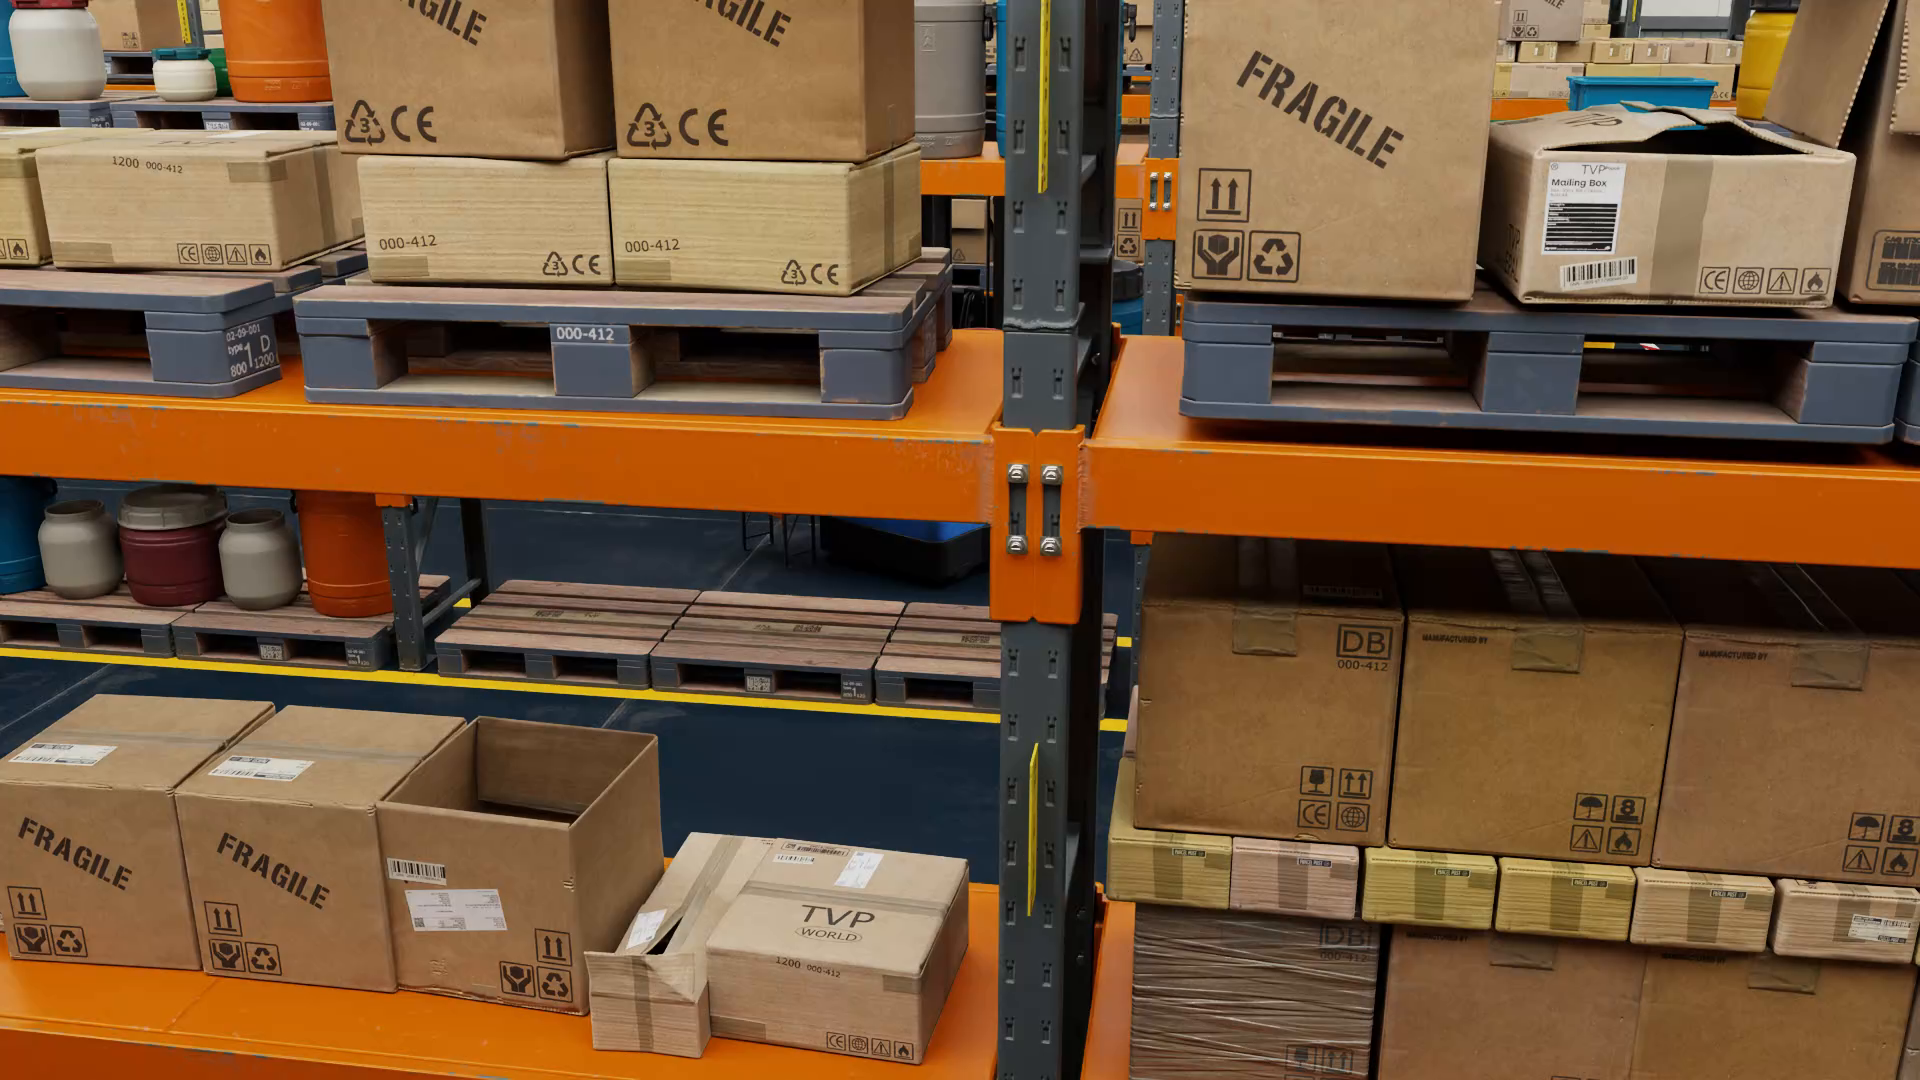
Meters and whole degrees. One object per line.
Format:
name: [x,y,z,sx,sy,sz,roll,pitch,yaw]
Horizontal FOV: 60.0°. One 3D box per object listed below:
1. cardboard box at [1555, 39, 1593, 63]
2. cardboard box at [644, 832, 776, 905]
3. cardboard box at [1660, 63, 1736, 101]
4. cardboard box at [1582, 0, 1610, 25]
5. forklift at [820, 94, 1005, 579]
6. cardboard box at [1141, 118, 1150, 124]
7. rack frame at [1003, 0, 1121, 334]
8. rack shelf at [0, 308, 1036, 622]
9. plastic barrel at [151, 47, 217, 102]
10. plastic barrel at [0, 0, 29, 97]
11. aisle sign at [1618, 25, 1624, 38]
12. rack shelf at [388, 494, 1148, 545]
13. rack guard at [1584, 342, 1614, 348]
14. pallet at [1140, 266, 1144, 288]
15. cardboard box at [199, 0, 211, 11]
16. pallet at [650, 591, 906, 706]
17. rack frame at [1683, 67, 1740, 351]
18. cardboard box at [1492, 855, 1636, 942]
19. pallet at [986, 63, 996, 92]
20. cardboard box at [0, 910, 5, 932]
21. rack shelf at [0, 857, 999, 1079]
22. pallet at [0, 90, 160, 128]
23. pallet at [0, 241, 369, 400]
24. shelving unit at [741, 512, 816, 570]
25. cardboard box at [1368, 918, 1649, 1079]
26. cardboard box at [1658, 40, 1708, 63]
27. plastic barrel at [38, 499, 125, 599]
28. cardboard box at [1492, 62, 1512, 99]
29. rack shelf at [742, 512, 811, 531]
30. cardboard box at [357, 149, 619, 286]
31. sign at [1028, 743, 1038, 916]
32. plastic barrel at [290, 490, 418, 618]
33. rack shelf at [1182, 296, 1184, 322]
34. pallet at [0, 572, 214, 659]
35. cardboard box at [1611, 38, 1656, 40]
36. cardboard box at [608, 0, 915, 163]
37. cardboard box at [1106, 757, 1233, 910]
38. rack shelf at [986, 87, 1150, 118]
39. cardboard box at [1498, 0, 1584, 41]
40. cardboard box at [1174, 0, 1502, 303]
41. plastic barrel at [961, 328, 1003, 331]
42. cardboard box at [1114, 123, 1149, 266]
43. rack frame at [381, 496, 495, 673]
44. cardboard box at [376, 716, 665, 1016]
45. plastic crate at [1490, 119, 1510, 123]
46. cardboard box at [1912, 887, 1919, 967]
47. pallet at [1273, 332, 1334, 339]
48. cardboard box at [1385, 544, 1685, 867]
cardboard box: [4.416,-3.545,12.051,0.250,0.149,0.380,3,19,9]
cardboard box: [-0.625,0.910,4.252,0.250,0.149,0.380,3,19,9]
cardboard box: [5.225,-3.298,11.943,0.500,0.250,0.500,3,19,10]
cardboard box: [6.101,-5.227,16.419,0.500,0.250,0.500,3,19,9]
forklift: [0.383,-1.546,11.305,1.130,2.935,3.031,14,23,36]
cardboard box: [2.188,-4.297,17.685,0.500,0.500,0.700,3,19,8]
rack frame: [0.217,-1.945,2.935,0.127,3.000,1.000,3,19,9]
rack shelf: [-1.757,-0.282,3.826,4.000,0.370,1.077,3,19,9]
plastic barrel: [-4.024,-2.417,8.629,0.301,0.262,0.301,0,18,0]
plastic barrel: [-5.183,-2.876,8.992,0.708,0.901,0.600,3,19,9]
aisle sign: [6.746,-4.874,17.047,0.004,0.787,0.394,3,19,9]
rack shelf: [-0.968,-0.411,8.939,4.000,0.370,1.077,3,19,9]
rack guard: [6.652,-2.365,17.582,0.348,0.500,1.175,3,19,9]
pallet: [1.061,-2.197,13.444,1.213,0.211,1.003,3,19,9]
cardboard box: [-8.380,-5.991,18.575,0.250,0.149,0.380,3,19,9]
pallet: [-0.983,0.582,9.230,1.213,0.211,1.003,3,19,9]
rack frame: [5.742,-2.002,12.560,0.127,3.000,1.000,3,19,9]
cardboard box: [1.214,0.657,3.433,0.250,0.149,0.380,3,19,8]
pallet: [0.175,-3.653,13.061,1.003,0.211,1.213,3,19,9]
cardboard box: [-2.464,0.864,4.389,0.250,0.149,0.380,4,19,13]
rack shelf: [-1.757,1.140,4.302,4.000,0.370,1.077,3,19,9]
pallet: [-4.982,-2.323,9.087,1.213,0.211,1.003,3,19,9]
pallet: [-1.943,-0.573,3.859,1.213,0.211,1.003,4,19,11]
shelving unit: [-1.195,-0.462,10.794,0.258,1.200,0.503,-15,24,-38]
cardboard box: [1.178,0.897,3.737,0.500,0.500,0.700,3,19,8]
cardboard box: [5.180,-3.509,11.943,0.250,0.149,0.380,2,19,7]
plastic barrel: [-5.115,0.051,9.683,0.421,0.512,0.421,0,18,0]
cardboard box: [3.730,-3.375,12.171,0.500,0.250,0.500,3,19,8]
rack shelf: [-1.195,-0.210,10.878,0.258,0.148,0.480,-15,24,-38]
cardboard box: [-0.932,-0.712,3.550,0.500,0.250,0.500,1,19,3]
sign: [0.141,0.559,3.206,0.005,0.325,0.100,3,19,9]
plastic barrel: [-3.428,-0.043,9.461,0.708,0.830,0.600,3,19,9]
rack shelf: [3.767,-1.762,12.975,4.000,0.370,1.077,3,19,9]
pallet: [-4.929,0.380,9.834,1.213,0.211,1.003,3,19,9]
cardboard box: [4.997,-3.647,12.355,0.250,0.149,0.380,3,19,8]
cardboard box: [-0.385,-1.050,3.379,0.500,0.500,0.500,3,19,9]
cardboard box: [0.452,0.619,3.546,0.250,0.149,0.380,3,19,9]
rack shelf: [-0.182,-3.386,13.101,4.000,0.370,1.077,3,19,9]
cardboard box: [4.171,-3.849,11.938,0.500,0.500,0.500,3,19,9]
cardboard box: [0.673,-0.728,2.984,0.500,0.500,0.500,4,19,13]
plastic barrel: [0.097,-0.833,8.852,0.433,0.535,0.433,0,18,0]
cardboard box: [1.030,-2.771,13.251,1.000,1.000,1.000,3,19,9]
rack frame: [-2.943,-0.853,9.126,0.127,3.000,1.000,3,19,9]
cardboard box: [-1.058,0.782,4.081,0.500,0.500,0.500,4,19,13]
plastic crate: [2.521,-1.809,7.590,0.450,0.188,0.336,3,19,9]
cardboard box: [1.982,0.696,3.317,0.250,0.149,0.380,3,19,8]
pallet: [3.417,-2.367,18.046,1.213,0.211,1.003,3,19,9]
cardboard box: [1.156,0.282,3.530,0.500,0.500,0.700,3,19,9]
